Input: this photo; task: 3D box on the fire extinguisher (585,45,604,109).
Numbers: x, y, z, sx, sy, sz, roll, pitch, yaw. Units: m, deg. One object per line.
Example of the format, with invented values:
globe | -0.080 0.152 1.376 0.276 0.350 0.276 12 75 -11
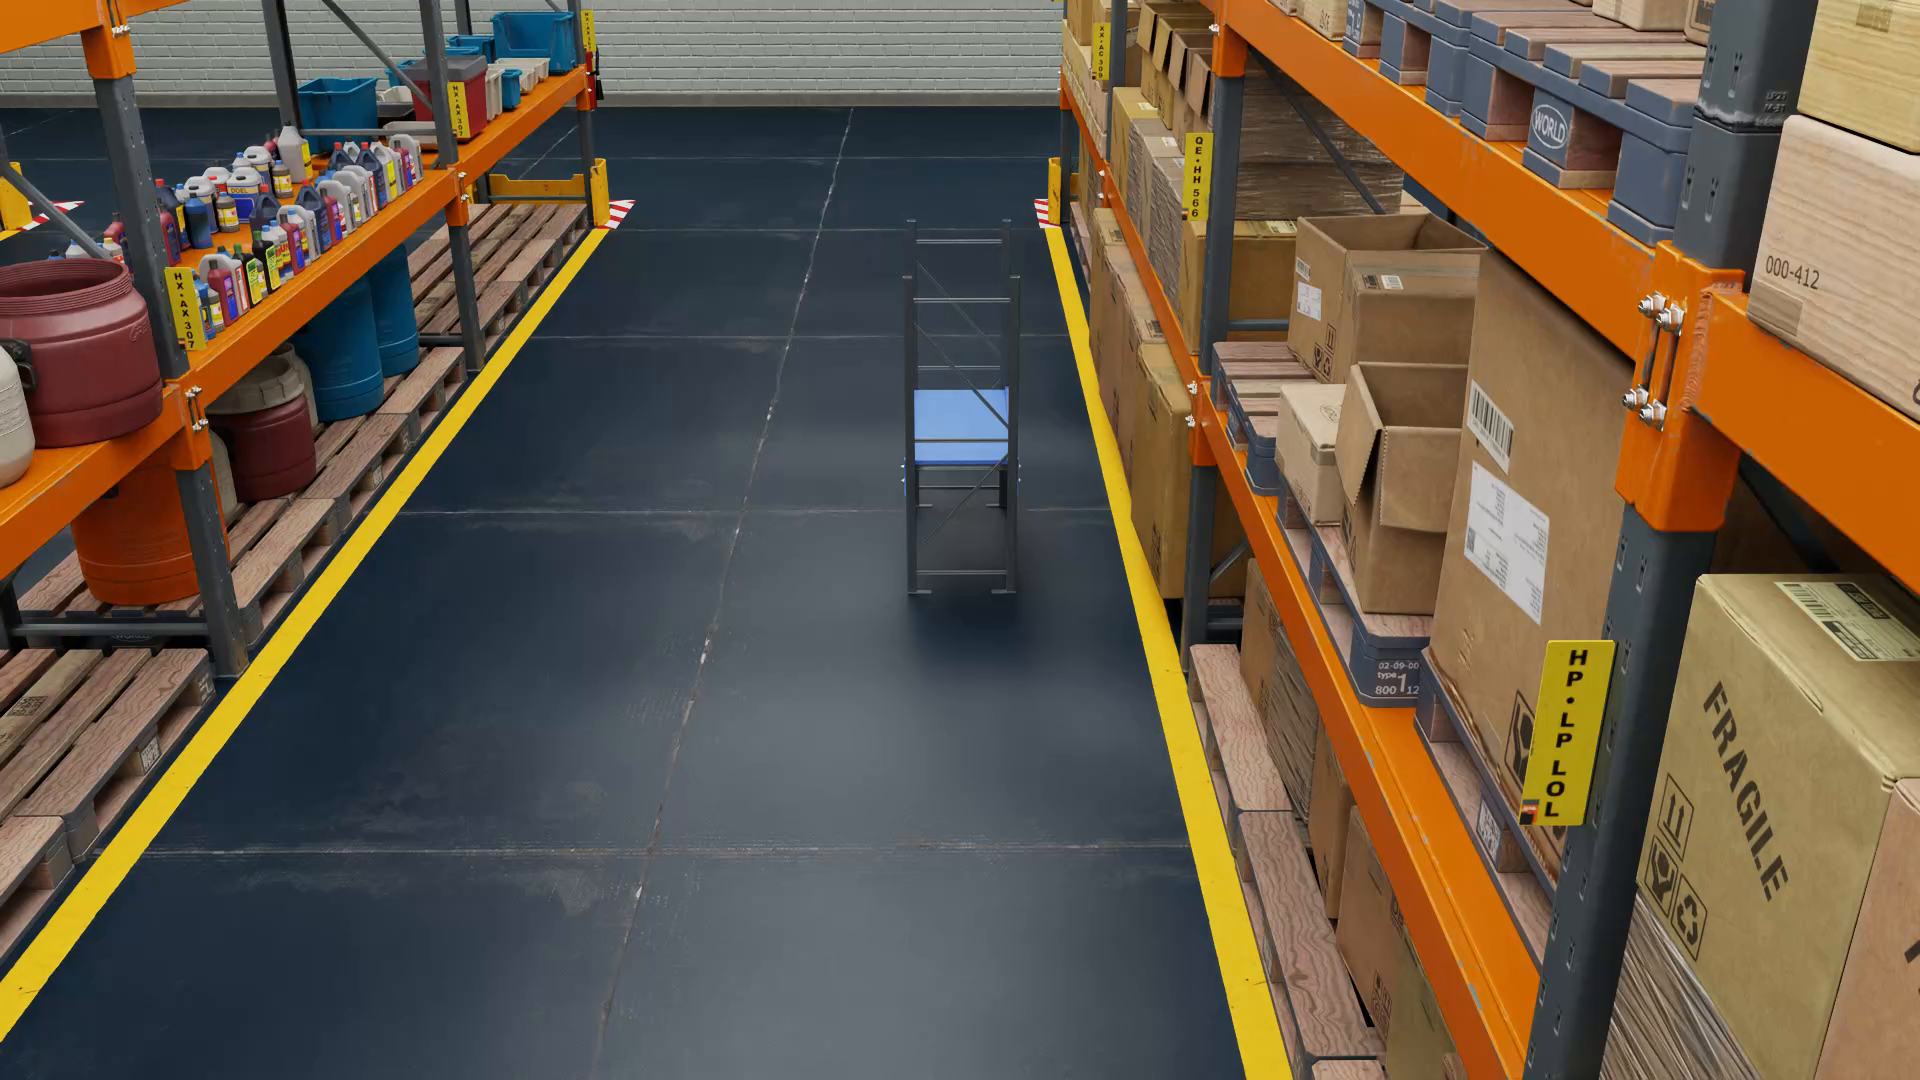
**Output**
fire extinguisher | -3.150 -3.959 13.910 0.296 0.674 0.183 0 24 -1

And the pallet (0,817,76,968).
pallet | -3.535 1.288 5.147 1.003 0.211 1.213 0 24 -1

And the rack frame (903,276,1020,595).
rack frame | 0.006 -0.439 7.400 0.500 1.500 0.032 0 24 -1

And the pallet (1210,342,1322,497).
pallet | 1.552 -0.445 5.827 1.213 0.211 1.003 0 24 -1

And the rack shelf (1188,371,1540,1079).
rack shelf | 1.459 0.326 4.762 1.077 0.370 4.000 0 24 -1

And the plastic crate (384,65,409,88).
plastic crate | -3.911 -3.282 11.996 0.416 0.233 0.300 0 24 -1

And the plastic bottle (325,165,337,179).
plastic bottle | -3.346 -1.866 8.891 0.097 0.271 0.097 0 24 0

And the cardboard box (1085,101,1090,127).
cardboard box | 1.051 -2.908 11.344 0.380 0.149 0.250 0 24 0

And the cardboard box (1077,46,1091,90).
cardboard box | 1.111 -3.354 11.848 0.500 0.250 0.500 -1 24 -2

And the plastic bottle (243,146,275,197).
plastic bottle | -3.931 -2.052 9.298 0.152 0.276 0.135 0 24 -1

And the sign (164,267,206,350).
sign | -2.965 -0.883 6.365 0.100 0.325 0.005 0 24 -1

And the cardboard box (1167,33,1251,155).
cardboard box | 1.428 -2.175 8.080 0.797 0.503 0.637 1 24 1

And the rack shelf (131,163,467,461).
rack shelf | -3.537 -1.300 8.357 1.077 0.370 4.000 0 24 -1

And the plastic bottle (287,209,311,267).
plastic bottle | -3.183 -1.449 7.969 0.097 0.271 0.097 0 24 0

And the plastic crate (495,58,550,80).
plastic crate | -3.412 -3.672 12.976 0.396 0.136 0.243 0 24 -1

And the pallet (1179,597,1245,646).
pallet | 1.504 0.119 7.730 1.003 0.211 1.213 0 24 -1

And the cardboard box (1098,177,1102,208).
cardboard box | 1.457 -2.341 11.854 0.875 0.875 0.875 0 24 -1

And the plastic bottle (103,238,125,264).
plastic bottle | -3.939 -1.301 7.729 0.097 0.201 0.097 0 24 0

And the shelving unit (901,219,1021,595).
shelving unit | 0.001 -0.648 7.863 0.538 1.500 1.048 0 24 -1

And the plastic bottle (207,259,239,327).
plastic bottle | -3.155 -1.066 7.108 0.061 0.283 0.133 0 24 -1

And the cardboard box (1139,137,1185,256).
cardboard box | 1.171 -1.703 8.254 0.500 0.500 0.500 0 24 0

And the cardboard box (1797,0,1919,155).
cardboard box | 1.177 -0.522 1.823 0.380 0.149 0.250 -1 24 -2

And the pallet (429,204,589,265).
pallet | -3.632 -2.490 13.498 1.003 0.211 1.213 0 24 -1

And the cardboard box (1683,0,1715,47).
cardboard box | 1.575 -0.977 2.495 0.797 0.503 0.637 -1 24 -3

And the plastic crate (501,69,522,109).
plastic crate | -3.324 -3.206 11.829 0.416 0.233 0.300 0 24 -1

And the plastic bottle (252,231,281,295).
plastic bottle | -3.160 -1.271 7.563 0.061 0.283 0.133 0 24 -1

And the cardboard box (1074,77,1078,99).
cardboard box | 1.041 -3.330 12.278 0.380 0.149 0.250 -1 24 -1

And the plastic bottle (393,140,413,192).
plastic bottle | -3.183 -2.143 9.489 0.061 0.283 0.133 0 24 -1

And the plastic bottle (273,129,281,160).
plastic bottle | -3.981 -2.246 9.717 0.061 0.283 0.133 0 24 -1

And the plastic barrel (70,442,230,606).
plastic barrel | -3.537 -0.208 7.193 0.600 0.830 0.708 0 24 -1

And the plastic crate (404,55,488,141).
plastic crate | -3.318 -2.877 10.822 0.402 0.464 0.583 0 24 -1

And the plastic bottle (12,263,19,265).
plastic bottle | -3.949 -1.010 6.985 0.061 0.283 0.133 0 24 -1

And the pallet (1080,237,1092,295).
pallet | 1.448 -2.021 12.463 1.003 0.211 1.213 0 24 -1

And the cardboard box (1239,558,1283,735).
cardboard box | 1.465 0.389 6.250 0.700 0.500 0.500 -2 24 -3

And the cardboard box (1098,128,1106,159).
cardboard box | 1.063 -2.484 10.407 0.380 0.149 0.250 0 24 0

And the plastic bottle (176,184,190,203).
plastic bottle | -3.948 -1.676 8.471 0.097 0.271 0.097 0 24 0

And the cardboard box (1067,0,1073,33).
cardboard box | 1.091 -4.126 12.644 0.500 0.500 0.500 -1 24 -2

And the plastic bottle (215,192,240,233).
plastic bottle | -3.797 -1.700 8.610 0.097 0.201 0.097 0 24 0

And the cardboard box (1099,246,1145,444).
cardboard box | 1.432 -1.066 9.035 1.225 0.875 0.875 -1 24 -2

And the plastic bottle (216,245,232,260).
plastic bottle | -3.236 -1.163 7.338 0.097 0.271 0.097 0 24 0

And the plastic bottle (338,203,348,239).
plastic bottle | -3.189 -1.643 8.485 0.097 0.201 0.097 0 24 0

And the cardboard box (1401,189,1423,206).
cardboard box | 1.696 -1.285 7.331 0.500 0.500 0.500 -1 24 -2

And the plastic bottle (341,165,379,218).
plastic bottle | -3.222 -1.876 8.909 0.152 0.276 0.135 0 24 -1

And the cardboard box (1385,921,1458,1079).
cardboard box | 1.510 1.311 4.211 0.700 0.500 0.500 0 24 -1

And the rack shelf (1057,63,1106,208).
rack shelf | 1.372 -2.970 12.051 1.077 0.370 4.000 0 24 -1

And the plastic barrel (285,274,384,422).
plastic barrel | -3.562 -1.171 9.236 0.600 0.901 0.708 0 24 -1

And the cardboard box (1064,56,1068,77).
cardboard box | 1.028 -3.754 13.216 0.380 0.149 0.250 -1 24 -1

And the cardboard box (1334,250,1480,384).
cardboard box | 1.590 -0.611 5.330 0.700 0.500 0.500 3 25 7

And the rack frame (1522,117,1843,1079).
rack frame | 1.481 0.822 2.792 1.000 3.000 0.127 0 24 -1

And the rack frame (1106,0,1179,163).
rack frame | 1.394 -2.474 10.080 1.000 3.000 0.127 0 24 -1

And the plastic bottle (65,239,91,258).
plastic bottle | -3.936 -1.213 7.448 0.097 0.271 0.097 0 24 0
